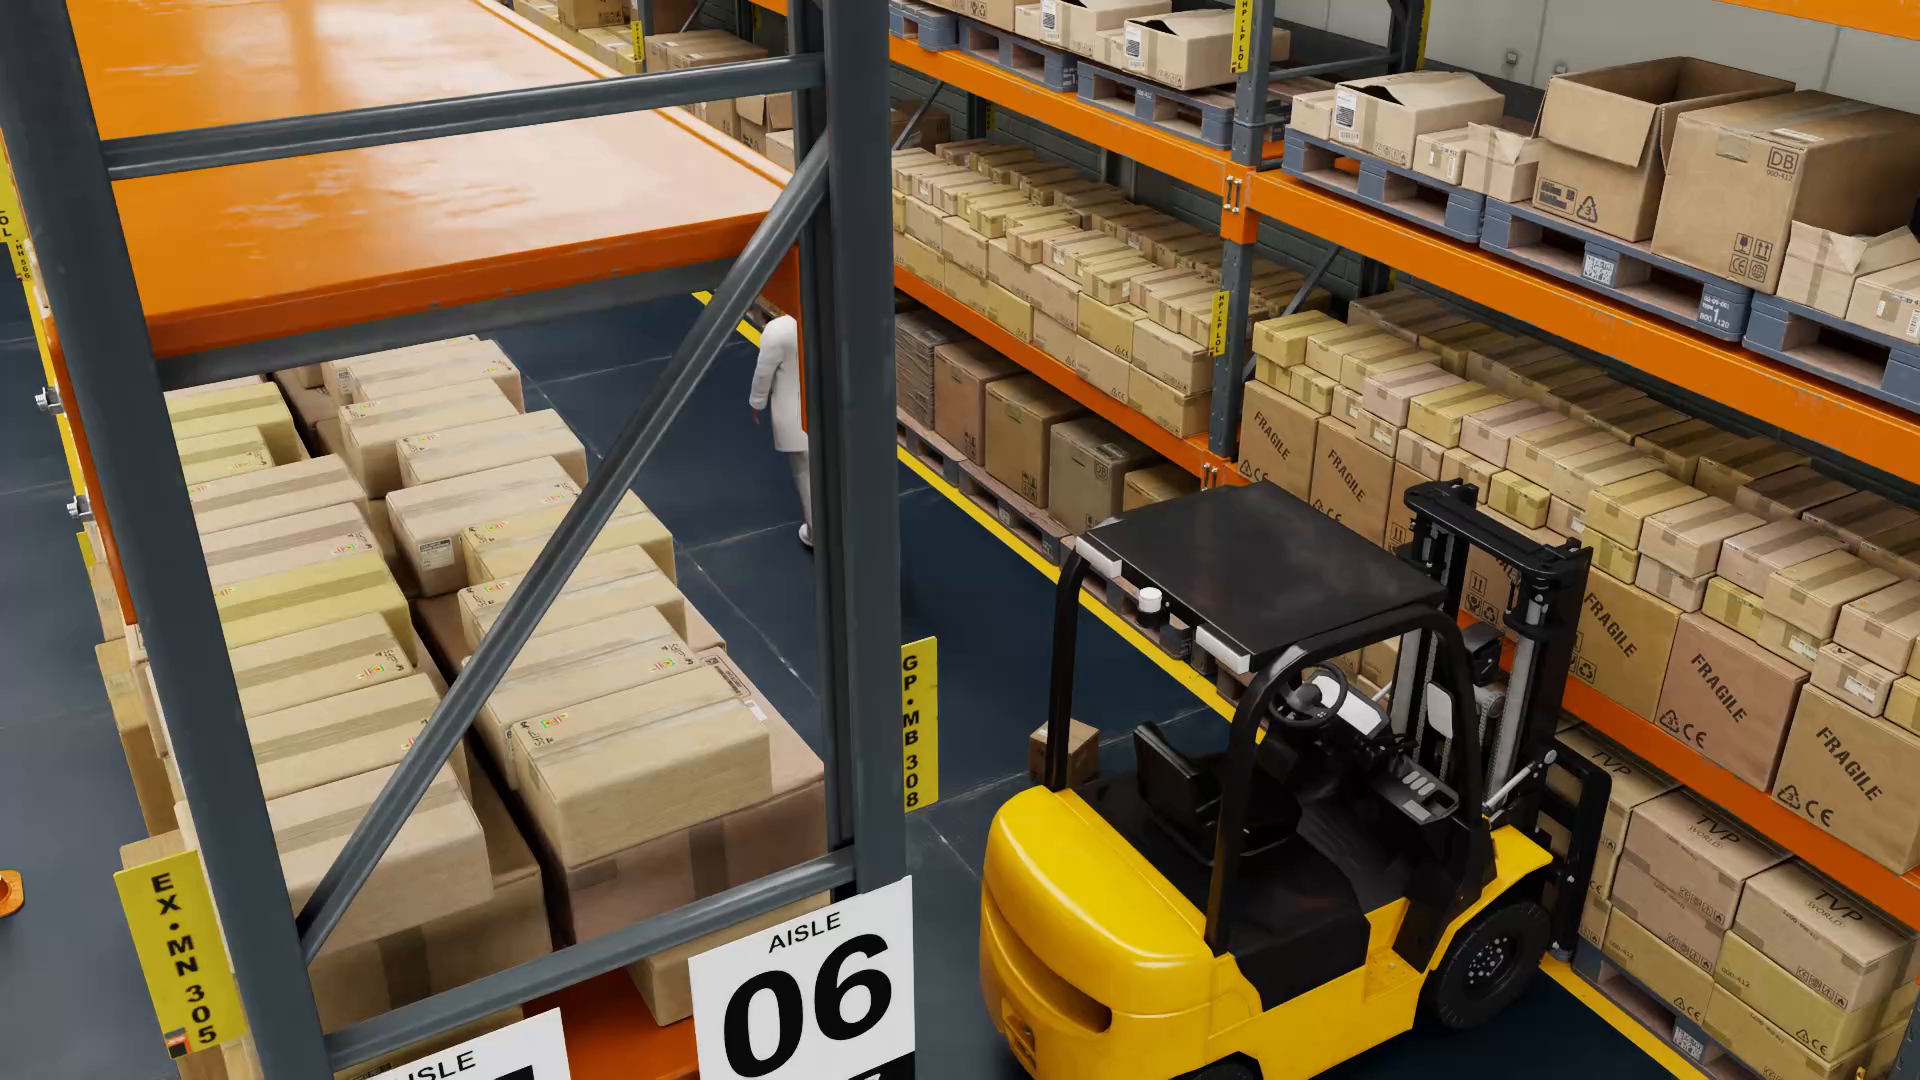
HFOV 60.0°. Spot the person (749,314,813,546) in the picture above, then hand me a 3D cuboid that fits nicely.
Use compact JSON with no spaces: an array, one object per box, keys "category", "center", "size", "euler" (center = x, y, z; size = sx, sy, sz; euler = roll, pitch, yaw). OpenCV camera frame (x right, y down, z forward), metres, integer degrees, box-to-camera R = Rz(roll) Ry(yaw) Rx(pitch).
[{"category":"person","center":[-0.949,-0.784,10.052],"size":[0.622,1.842,0.713],"euler":[-15,32,-26]}]
